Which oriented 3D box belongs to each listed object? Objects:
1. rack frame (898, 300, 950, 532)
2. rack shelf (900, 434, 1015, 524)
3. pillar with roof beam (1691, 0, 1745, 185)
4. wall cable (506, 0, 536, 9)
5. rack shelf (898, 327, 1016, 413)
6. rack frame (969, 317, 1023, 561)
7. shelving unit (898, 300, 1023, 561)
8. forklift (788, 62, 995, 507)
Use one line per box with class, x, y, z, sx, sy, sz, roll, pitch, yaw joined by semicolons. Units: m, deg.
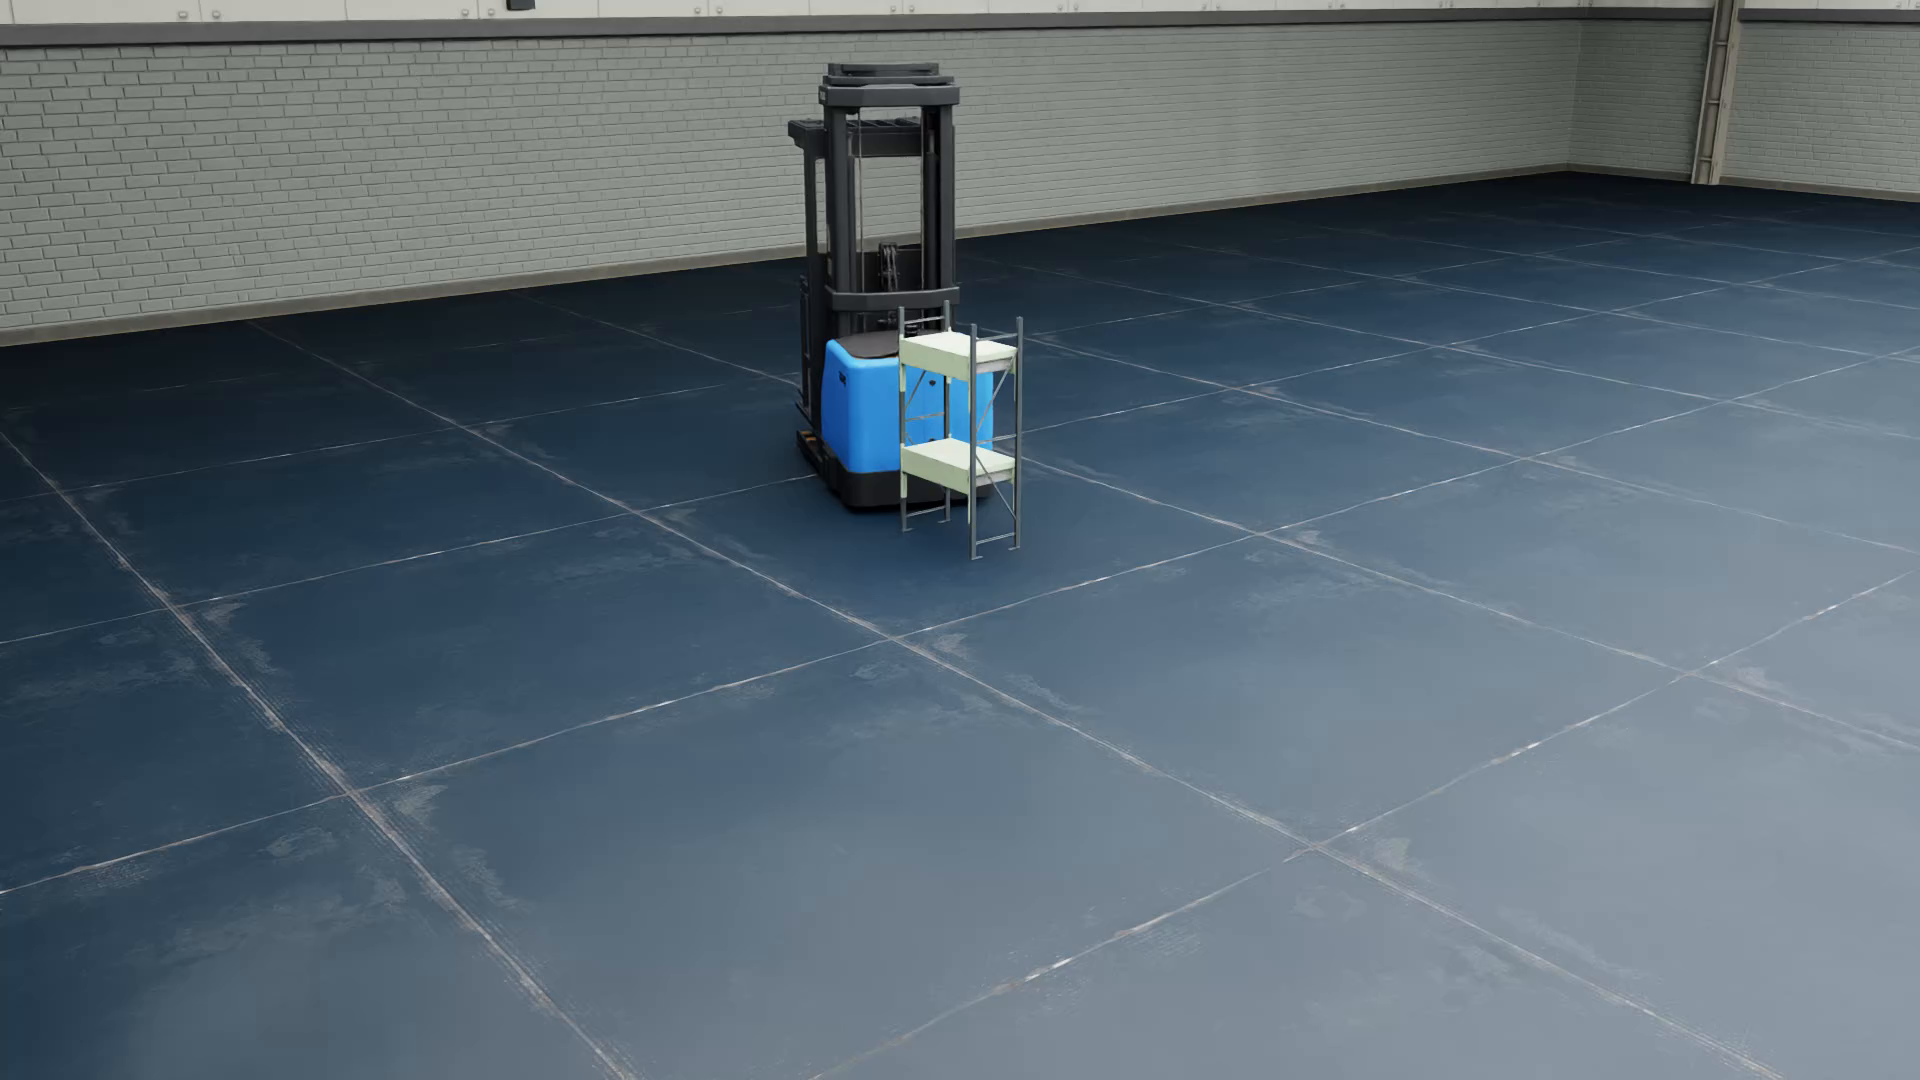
rack frame;-0.231;-0.804;10.904;0.400;1.500;0.023;-14;23;-36
rack shelf;-0.004;-0.404;10.734;0.431;0.370;0.720;-14;23;-36
pillar with roof beam;10.401;-10.016;26.795;9.100;9.000;0.400;-14;23;-36
wall cable;-4.258;-9.156;18.787;2.305;6.003;0.169;-14;23;-36
rack shelf;-0.004;-1.084;10.509;0.431;0.370;0.720;-14;23;-36
rack frame;0.223;-0.623;10.359;0.400;1.500;0.023;-14;23;-36
shelving unit;-0.004;-0.714;10.632;0.431;1.500;0.755;-14;23;-36
forklift;-0.640;-2.041;12.364;1.130;2.935;3.031;-5;19;-15
